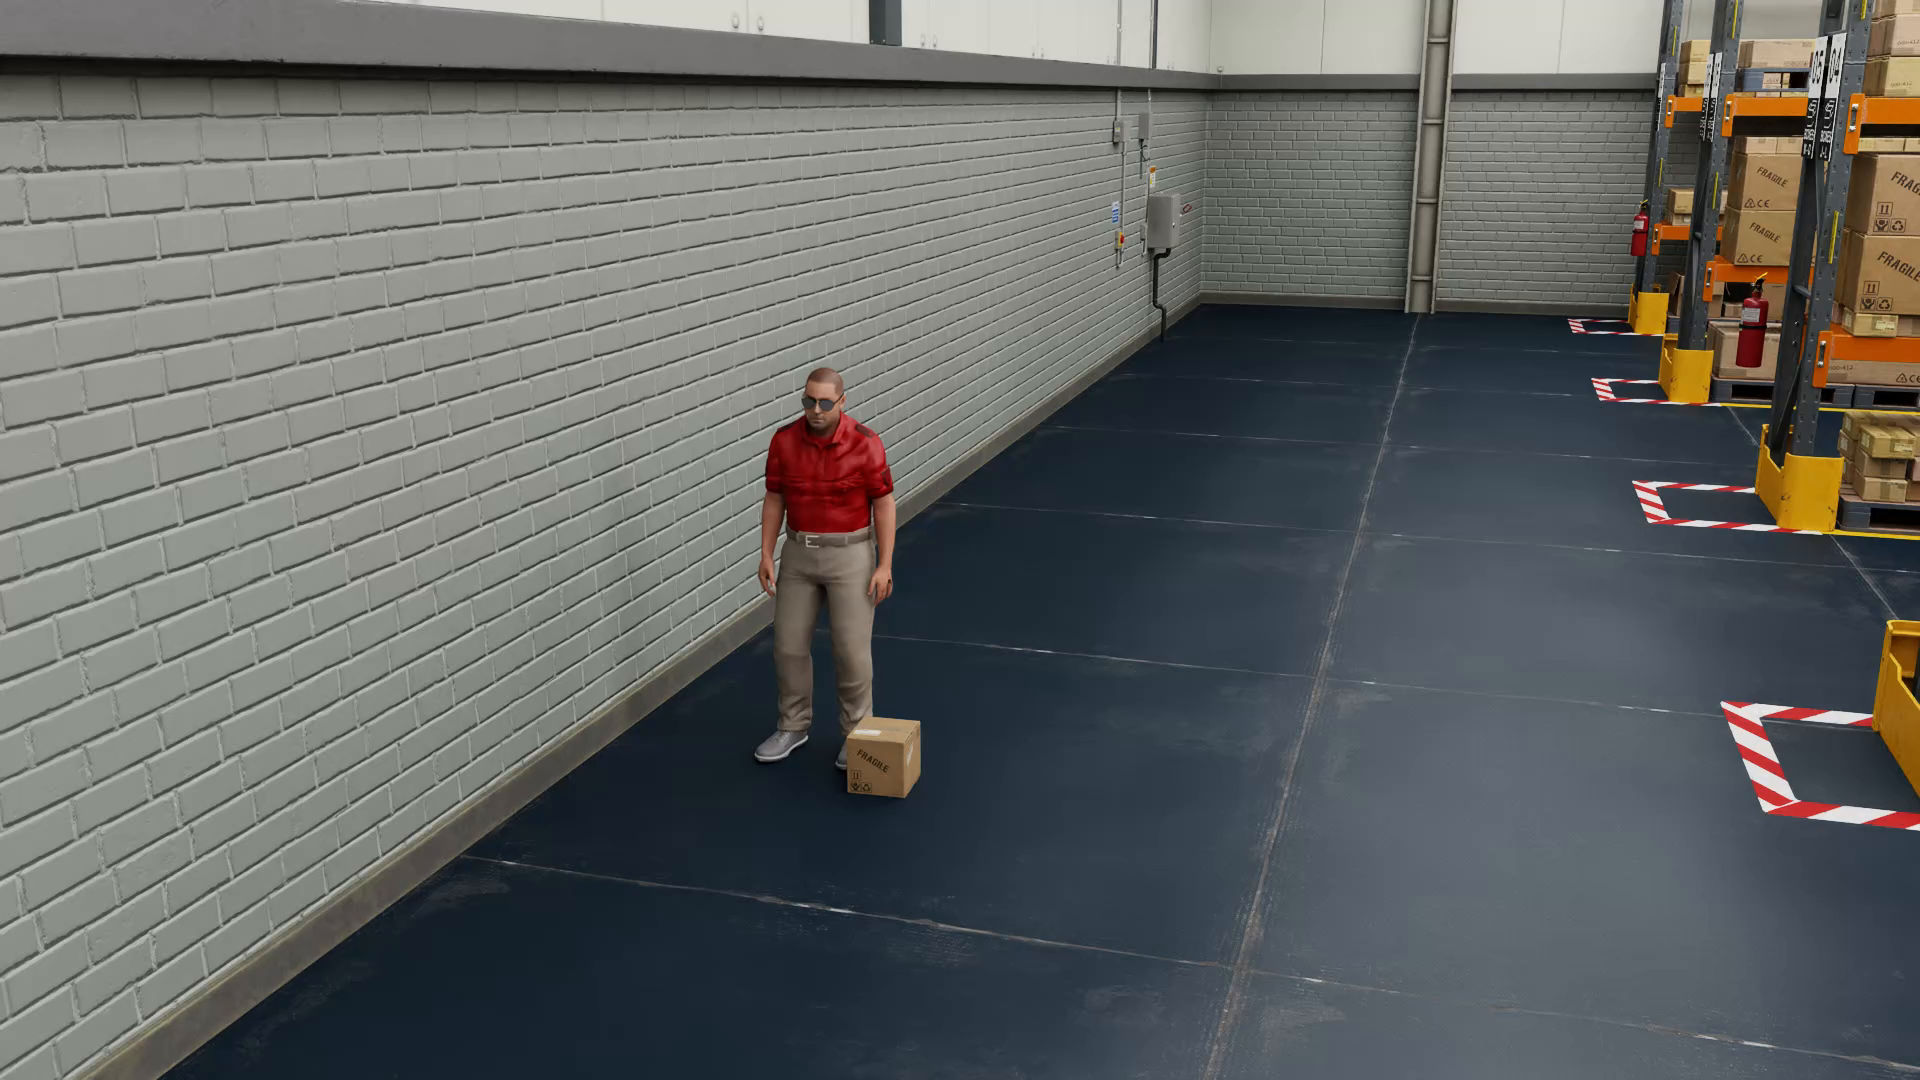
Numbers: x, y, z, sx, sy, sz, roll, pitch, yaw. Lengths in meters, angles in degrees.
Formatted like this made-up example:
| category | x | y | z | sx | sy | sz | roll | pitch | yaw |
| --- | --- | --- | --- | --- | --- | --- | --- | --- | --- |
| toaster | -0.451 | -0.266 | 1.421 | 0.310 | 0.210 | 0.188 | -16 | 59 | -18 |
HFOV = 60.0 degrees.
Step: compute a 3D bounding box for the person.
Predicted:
| category | x | y | z | sx | sy | sz | roll | pitch | yaw |
| --- | --- | --- | --- | --- | --- | --- | --- | --- | --- |
| person | -0.578 | 0.111 | 7.127 | 0.606 | 1.727 | 0.389 | 3 | 15 | 13 |
